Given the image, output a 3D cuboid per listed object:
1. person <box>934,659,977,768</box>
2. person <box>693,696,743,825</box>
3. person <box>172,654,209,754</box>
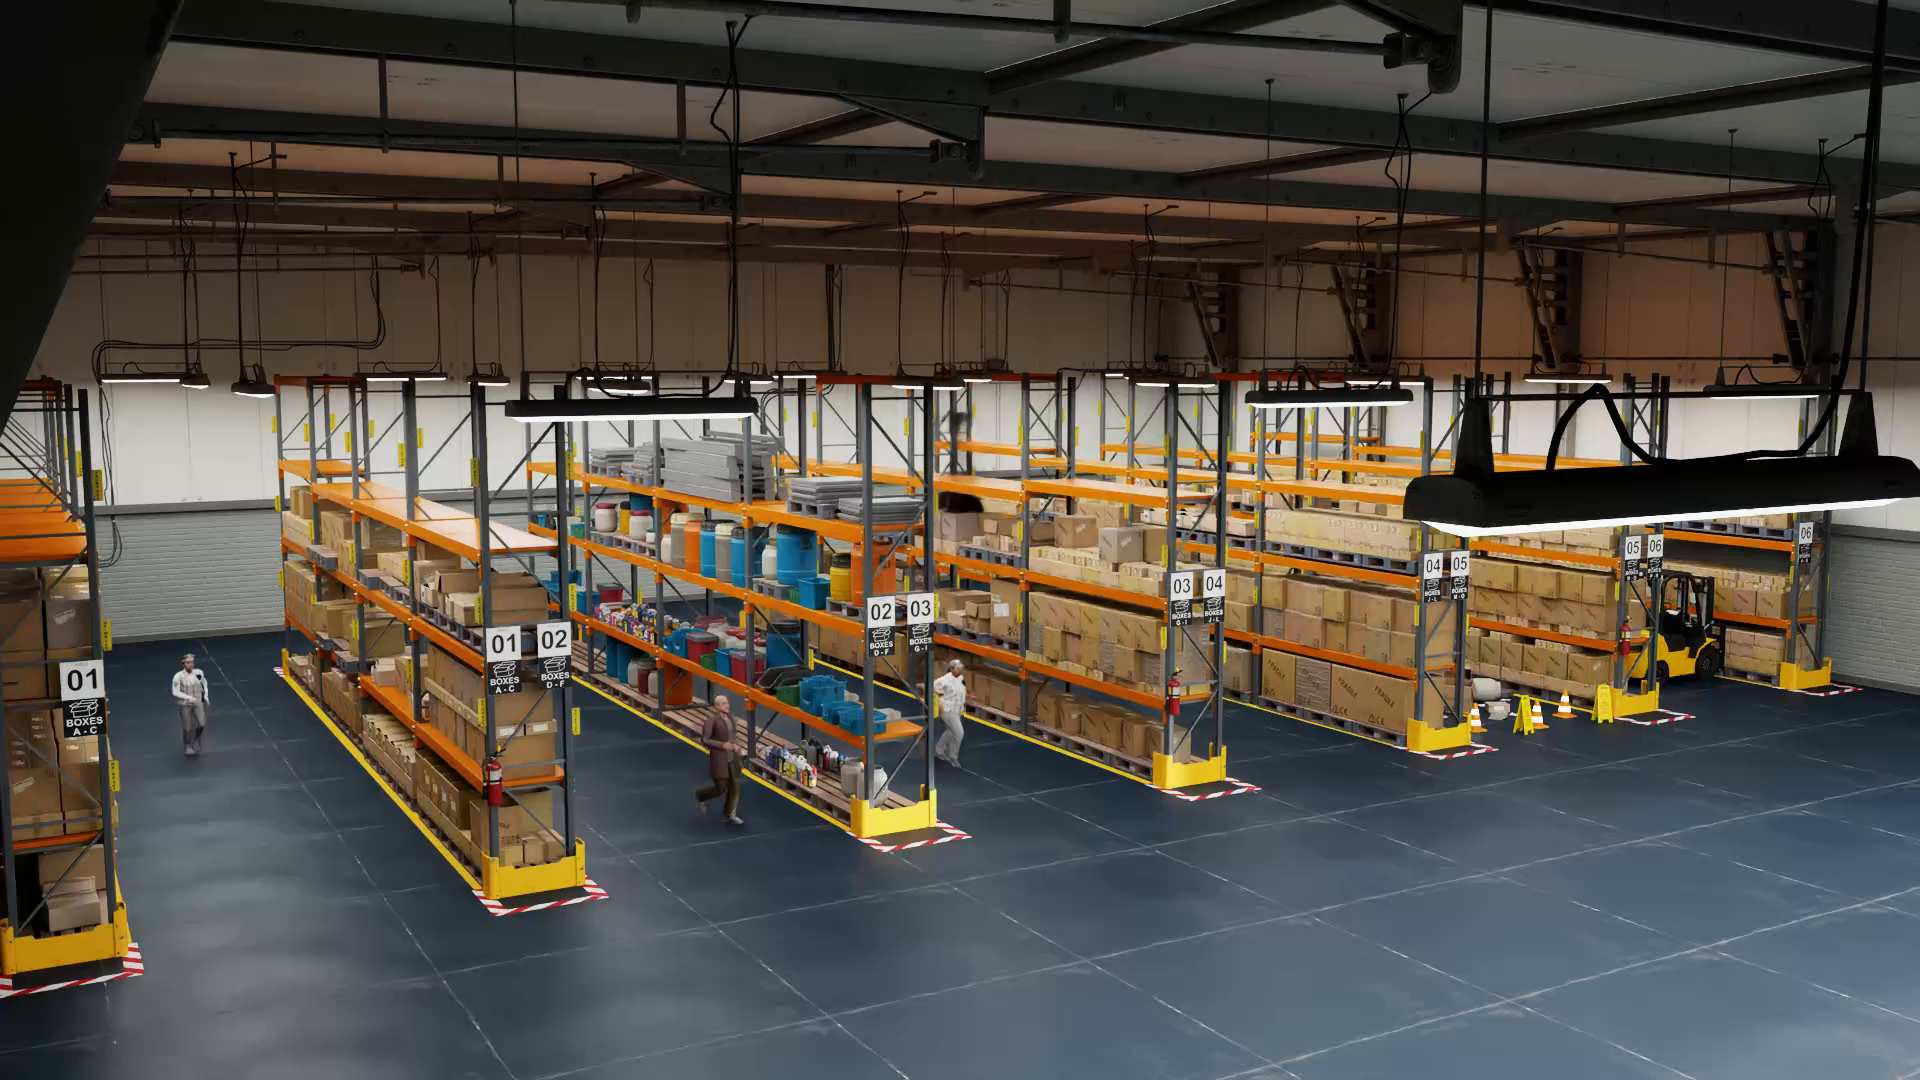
[{"bbox_3d":[-0.122,2.707,25.850,0.783,1.728,0.608,4,7,32],"label":"person"},{"bbox_3d":[-3.277,2.979,22.688,0.835,1.745,0.712,4,8,34],"label":"person"},{"bbox_3d":[-12.202,2.610,26.435,0.586,1.649,0.690,-5,8,-40],"label":"person"}]
